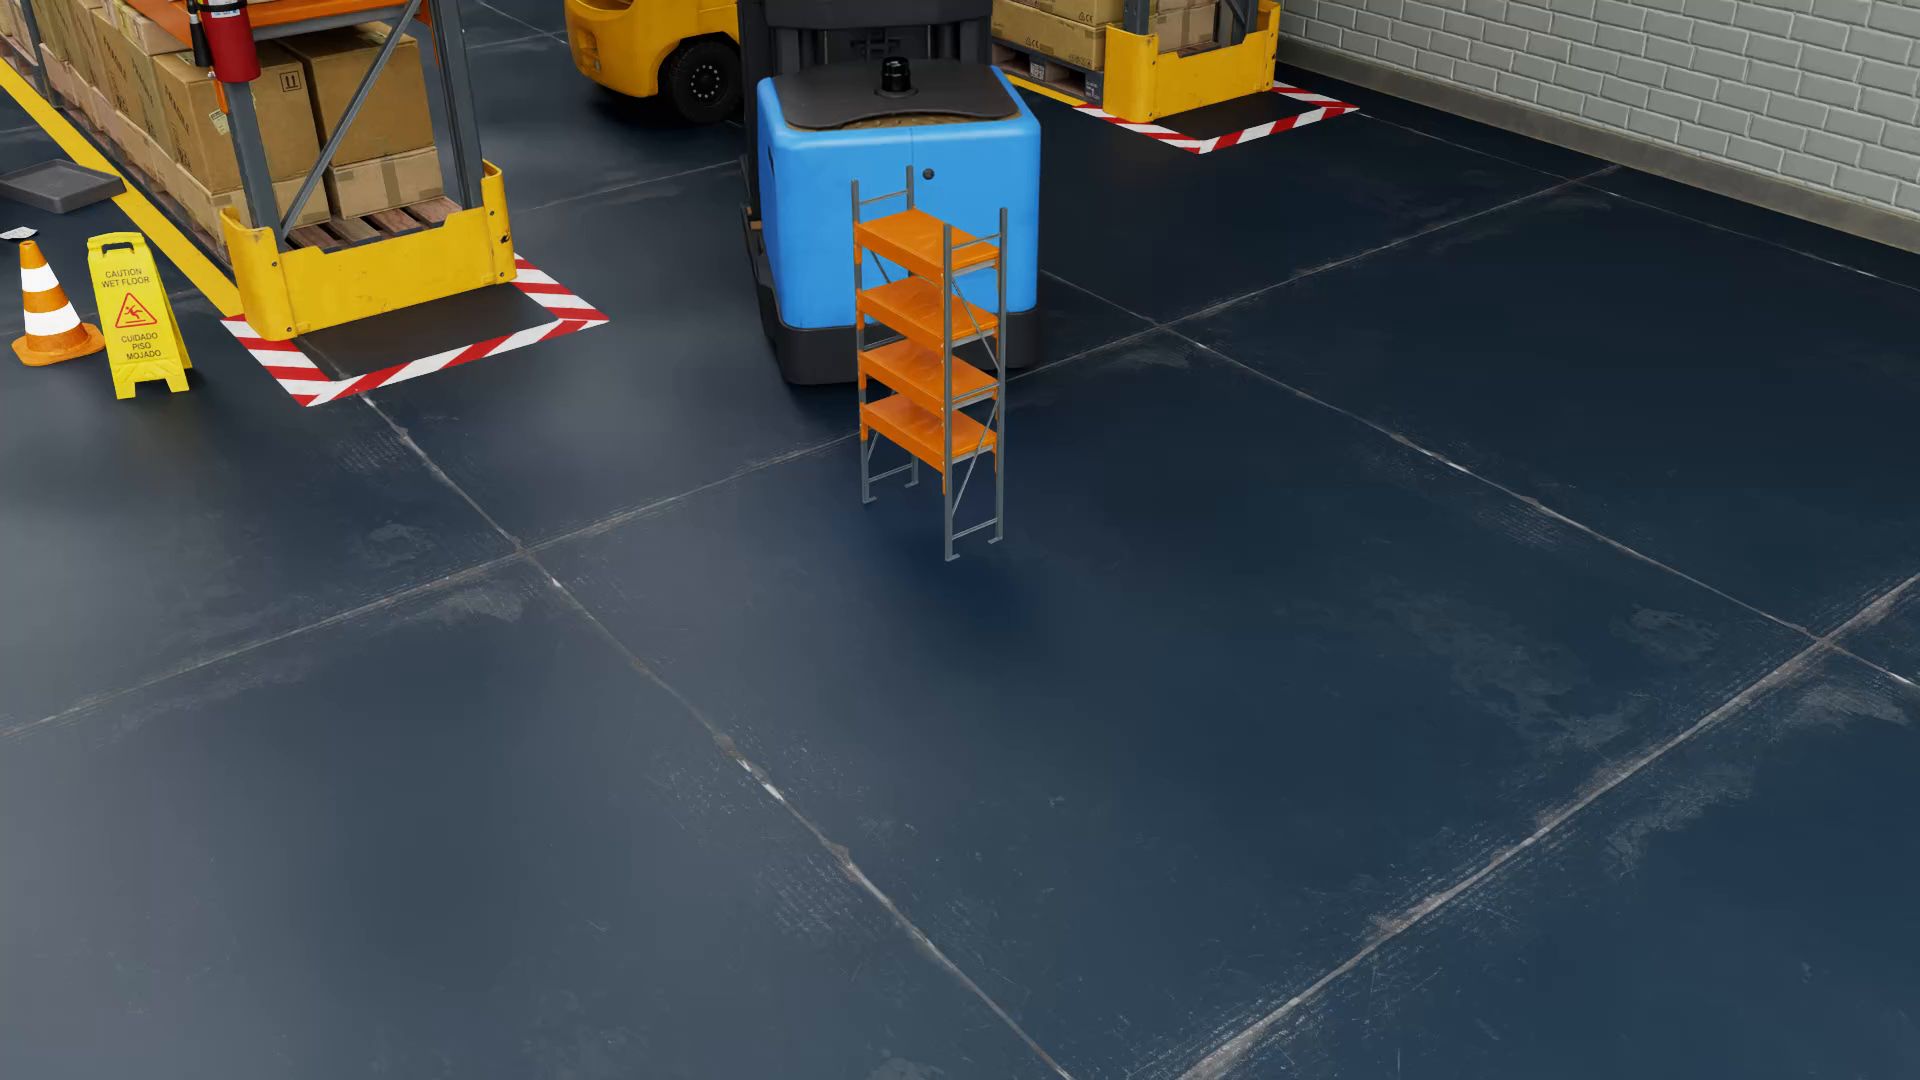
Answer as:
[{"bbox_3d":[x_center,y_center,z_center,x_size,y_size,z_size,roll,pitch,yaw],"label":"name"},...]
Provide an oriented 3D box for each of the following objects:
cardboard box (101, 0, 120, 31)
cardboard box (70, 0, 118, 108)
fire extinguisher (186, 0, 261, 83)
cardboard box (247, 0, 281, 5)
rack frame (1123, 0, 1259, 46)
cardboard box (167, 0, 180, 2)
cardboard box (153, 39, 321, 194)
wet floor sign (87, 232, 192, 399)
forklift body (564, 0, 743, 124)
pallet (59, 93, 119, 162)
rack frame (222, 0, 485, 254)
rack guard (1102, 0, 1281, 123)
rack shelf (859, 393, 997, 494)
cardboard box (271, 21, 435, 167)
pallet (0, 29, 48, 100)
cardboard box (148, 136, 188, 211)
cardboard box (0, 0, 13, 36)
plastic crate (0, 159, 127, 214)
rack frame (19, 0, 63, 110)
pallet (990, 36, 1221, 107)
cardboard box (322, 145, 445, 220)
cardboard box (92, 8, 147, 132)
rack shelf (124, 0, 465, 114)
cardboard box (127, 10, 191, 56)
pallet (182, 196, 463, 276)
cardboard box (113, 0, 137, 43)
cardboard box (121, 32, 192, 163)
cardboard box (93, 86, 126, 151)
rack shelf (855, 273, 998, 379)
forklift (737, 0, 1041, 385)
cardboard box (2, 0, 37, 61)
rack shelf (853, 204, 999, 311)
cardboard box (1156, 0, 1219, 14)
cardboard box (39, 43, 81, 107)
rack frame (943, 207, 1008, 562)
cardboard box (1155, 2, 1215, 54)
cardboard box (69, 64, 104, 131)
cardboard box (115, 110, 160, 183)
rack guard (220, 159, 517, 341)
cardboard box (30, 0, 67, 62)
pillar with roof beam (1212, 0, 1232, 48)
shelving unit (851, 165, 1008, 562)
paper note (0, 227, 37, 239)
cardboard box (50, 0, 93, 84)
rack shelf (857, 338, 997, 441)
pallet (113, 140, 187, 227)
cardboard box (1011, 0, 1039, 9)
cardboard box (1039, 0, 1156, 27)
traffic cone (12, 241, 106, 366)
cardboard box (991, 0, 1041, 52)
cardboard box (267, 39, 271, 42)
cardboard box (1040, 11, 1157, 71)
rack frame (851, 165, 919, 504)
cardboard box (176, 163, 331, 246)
[{"bbox_3d":[-3.837,-2.541,7.881,0.380,0.149,0.250,-21,37,-29],"label":"cardboard box"},{"bbox_3d":[-4.200,-2.567,8.537,0.500,0.500,0.500,-20,37,-29],"label":"cardboard box"},{"bbox_3d":[-2.844,-2.110,6.378,0.296,0.674,0.183,-22,38,-31],"label":"fire extinguisher"},{"bbox_3d":[-2.948,-2.320,6.880,0.380,0.149,0.250,-21,37,-30],"label":"cardboard box"},{"bbox_3d":[1.369,-3.948,9.263,1.000,3.000,0.127,-22,38,-31],"label":"rack frame"},{"bbox_3d":[-3.191,-2.390,6.993,0.380,0.149,0.250,-23,38,-32],"label":"cardboard box"},{"bbox_3d":[-3.247,-1.918,7.493,0.500,0.500,0.500,-22,38,-31],"label":"cardboard box"},{"bbox_3d":[-3.278,-0.915,6.611,0.267,0.644,0.232,-10,33,-15],"label":"wet floor sign"},{"bbox_3d":[-1.235,-3.787,9.809,2.313,2.155,1.214,-22,38,-31],"label":"forklift body"},{"bbox_3d":[-4.563,-2.554,9.662,1.003,0.211,1.213,-22,38,-31],"label":"pallet"},{"bbox_3d":[-2.550,-2.340,6.675,1.000,3.000,0.127,-22,38,-31],"label":"rack frame"},{"bbox_3d":[1.384,-2.876,9.906,1.175,0.500,0.348,-22,38,-31],"label":"rack guard"},{"bbox_3d":[-0.102,-0.353,5.685,0.258,0.148,0.480,-22,38,-31],"label":"rack shelf"},{"bbox_3d":[-2.841,-2.104,7.792,0.500,0.500,0.500,-24,39,-33],"label":"cardboard box"},{"bbox_3d":[-5.481,-3.147,10.616,1.003,0.211,1.213,-22,38,-31],"label":"pallet"},{"bbox_3d":[-3.569,-1.819,8.043,0.500,0.250,0.500,-22,38,-31],"label":"cardboard box"},{"bbox_3d":[-5.770,-3.586,10.773,0.950,0.372,0.625,-20,37,-29],"label":"cardboard box"},{"bbox_3d":[-4.688,-1.847,8.648,0.583,0.080,0.402,18,36,27],"label":"plastic crate"},{"bbox_3d":[-5.003,-4.007,9.359,1.000,3.000,0.127,-22,38,-31],"label":"rack frame"},{"bbox_3d":[0.867,-3.068,10.490,1.003,0.211,1.213,-22,38,-31],"label":"pallet"},{"bbox_3d":[-2.826,-1.776,7.975,0.500,0.250,0.500,-23,38,-32],"label":"cardboard box"},{"bbox_3d":[-3.874,-2.347,8.184,0.500,0.500,0.500,-23,39,-32],"label":"cardboard box"},{"bbox_3d":[-3.776,-2.868,8.207,1.077,0.370,4.000,-22,38,-31],"label":"rack shelf"},{"bbox_3d":[-3.525,-2.325,7.533,0.380,0.149,0.250,-21,38,-30],"label":"cardboard box"},{"bbox_3d":[-3.067,-1.537,8.025,1.003,0.211,1.213,-22,38,-31],"label":"pallet"},{"bbox_3d":[-3.677,-2.431,7.704,0.380,0.149,0.250,-22,38,-31],"label":"cardboard box"},{"bbox_3d":[-3.570,-2.135,7.842,0.500,0.500,0.500,-21,37,-30],"label":"cardboard box"},{"bbox_3d":[-4.190,-2.245,8.730,0.500,0.250,0.500,-23,38,-32],"label":"cardboard box"},{"bbox_3d":[-0.102,-0.712,5.462,0.258,0.148,0.480,-22,38,-31],"label":"rack shelf"},{"bbox_3d":[-0.455,-2.625,7.199,1.130,2.935,3.031,-6,32,-9],"label":"forklift"},{"bbox_3d":[-5.326,-3.287,10.292,0.950,0.372,0.625,-22,38,-31],"label":"cardboard box"},{"bbox_3d":[-0.102,-0.912,5.337,0.258,0.148,0.480,-22,38,-31],"label":"rack shelf"},{"bbox_3d":[1.245,-3.433,10.169,0.500,0.250,0.500,-21,38,-31],"label":"cardboard box"},{"bbox_3d":[-4.854,-2.684,9.437,0.500,0.250,0.500,-24,39,-33],"label":"cardboard box"},{"bbox_3d":[0.048,-0.477,5.381,0.240,1.200,0.015,-22,38,-31],"label":"rack frame"},{"bbox_3d":[1.222,-3.226,10.309,0.500,0.250,0.500,-22,38,-31],"label":"cardboard box"},{"bbox_3d":[-4.518,-2.465,9.085,0.500,0.250,0.500,-20,37,-29],"label":"cardboard box"},{"bbox_3d":[-3.895,-2.035,8.392,0.500,0.250,0.500,-24,39,-33],"label":"cardboard box"},{"bbox_3d":[-2.596,-1.310,7.385,1.175,0.500,0.348,-22,38,-31],"label":"rack guard"},{"bbox_3d":[-4.854,-3.003,9.239,0.500,0.500,0.500,-20,37,-29],"label":"cardboard box"},{"bbox_3d":[-1.747,-5.685,6.374,9.100,9.000,0.400,-22,38,-31],"label":"pillar with roof beam"},{"bbox_3d":[-0.102,-0.579,5.544,0.258,1.200,0.503,-22,38,-31],"label":"shelving unit"},{"bbox_3d":[-4.618,-1.508,8.149,0.148,0.019,0.142,18,36,27],"label":"paper note"},{"bbox_3d":[-4.516,-2.783,8.886,0.500,0.500,0.500,-21,37,-30],"label":"cardboard box"},{"bbox_3d":[-0.102,-0.522,5.580,0.258,0.148,0.480,-22,38,-31],"label":"rack shelf"},{"bbox_3d":[-3.810,-2.045,8.843,1.003,0.211,1.213,-22,38,-31],"label":"pallet"},{"bbox_3d":[0.524,-3.484,10.252,0.500,0.250,0.500,-23,38,-32],"label":"cardboard box"},{"bbox_3d":[0.824,-3.272,9.909,0.500,0.250,0.500,-23,38,-32],"label":"cardboard box"},{"bbox_3d":[-3.832,-1.024,6.961,0.336,0.463,0.334,-22,38,-31],"label":"traffic cone"},{"bbox_3d":[0.534,-3.262,10.367,0.500,0.250,0.500,-22,38,-31],"label":"cardboard box"},{"bbox_3d":[-3.165,-2.321,8.141,0.500,0.500,0.500,-24,39,-33],"label":"cardboard box"},{"bbox_3d":[0.831,-3.051,10.028,0.500,0.250,0.500,-22,38,-31],"label":"cardboard box"},{"bbox_3d":[-0.251,-0.680,5.708,0.240,1.200,0.015,-22,38,-31],"label":"rack frame"},{"bbox_3d":[-3.273,-1.610,7.708,0.500,0.250,0.500,-22,38,-32],"label":"cardboard box"}]
